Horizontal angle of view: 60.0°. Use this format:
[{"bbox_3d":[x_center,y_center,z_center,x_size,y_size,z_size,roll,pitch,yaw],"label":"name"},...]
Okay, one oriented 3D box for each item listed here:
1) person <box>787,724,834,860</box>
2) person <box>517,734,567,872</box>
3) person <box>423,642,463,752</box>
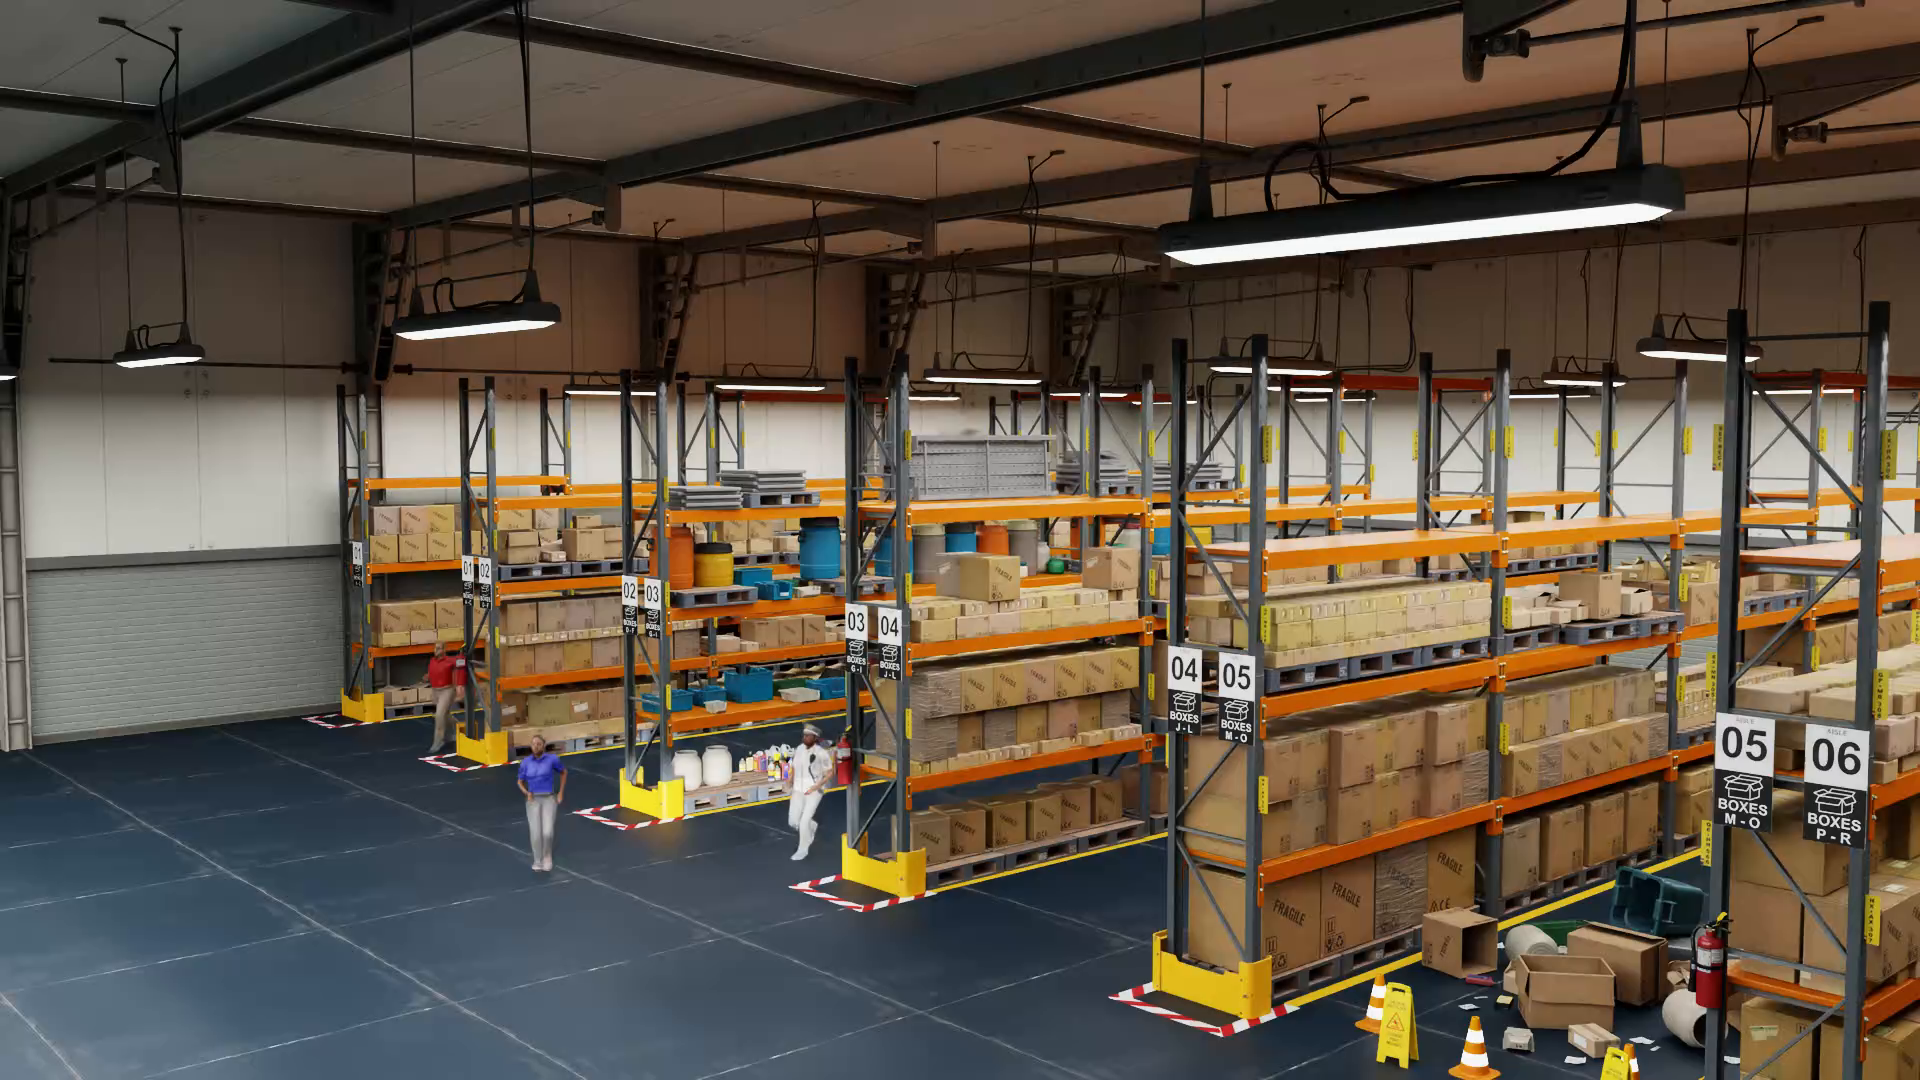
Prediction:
[{"bbox_3d":[-1.781,3.026,20.160,0.600,1.663,0.544,2,4,30],"label":"person"},{"bbox_3d":[-4.884,3.073,19.406,0.548,1.619,0.618,0,4,-7],"label":"person"},{"bbox_3d":[-8.424,2.530,27.172,0.693,1.756,0.935,2,4,29],"label":"person"}]
